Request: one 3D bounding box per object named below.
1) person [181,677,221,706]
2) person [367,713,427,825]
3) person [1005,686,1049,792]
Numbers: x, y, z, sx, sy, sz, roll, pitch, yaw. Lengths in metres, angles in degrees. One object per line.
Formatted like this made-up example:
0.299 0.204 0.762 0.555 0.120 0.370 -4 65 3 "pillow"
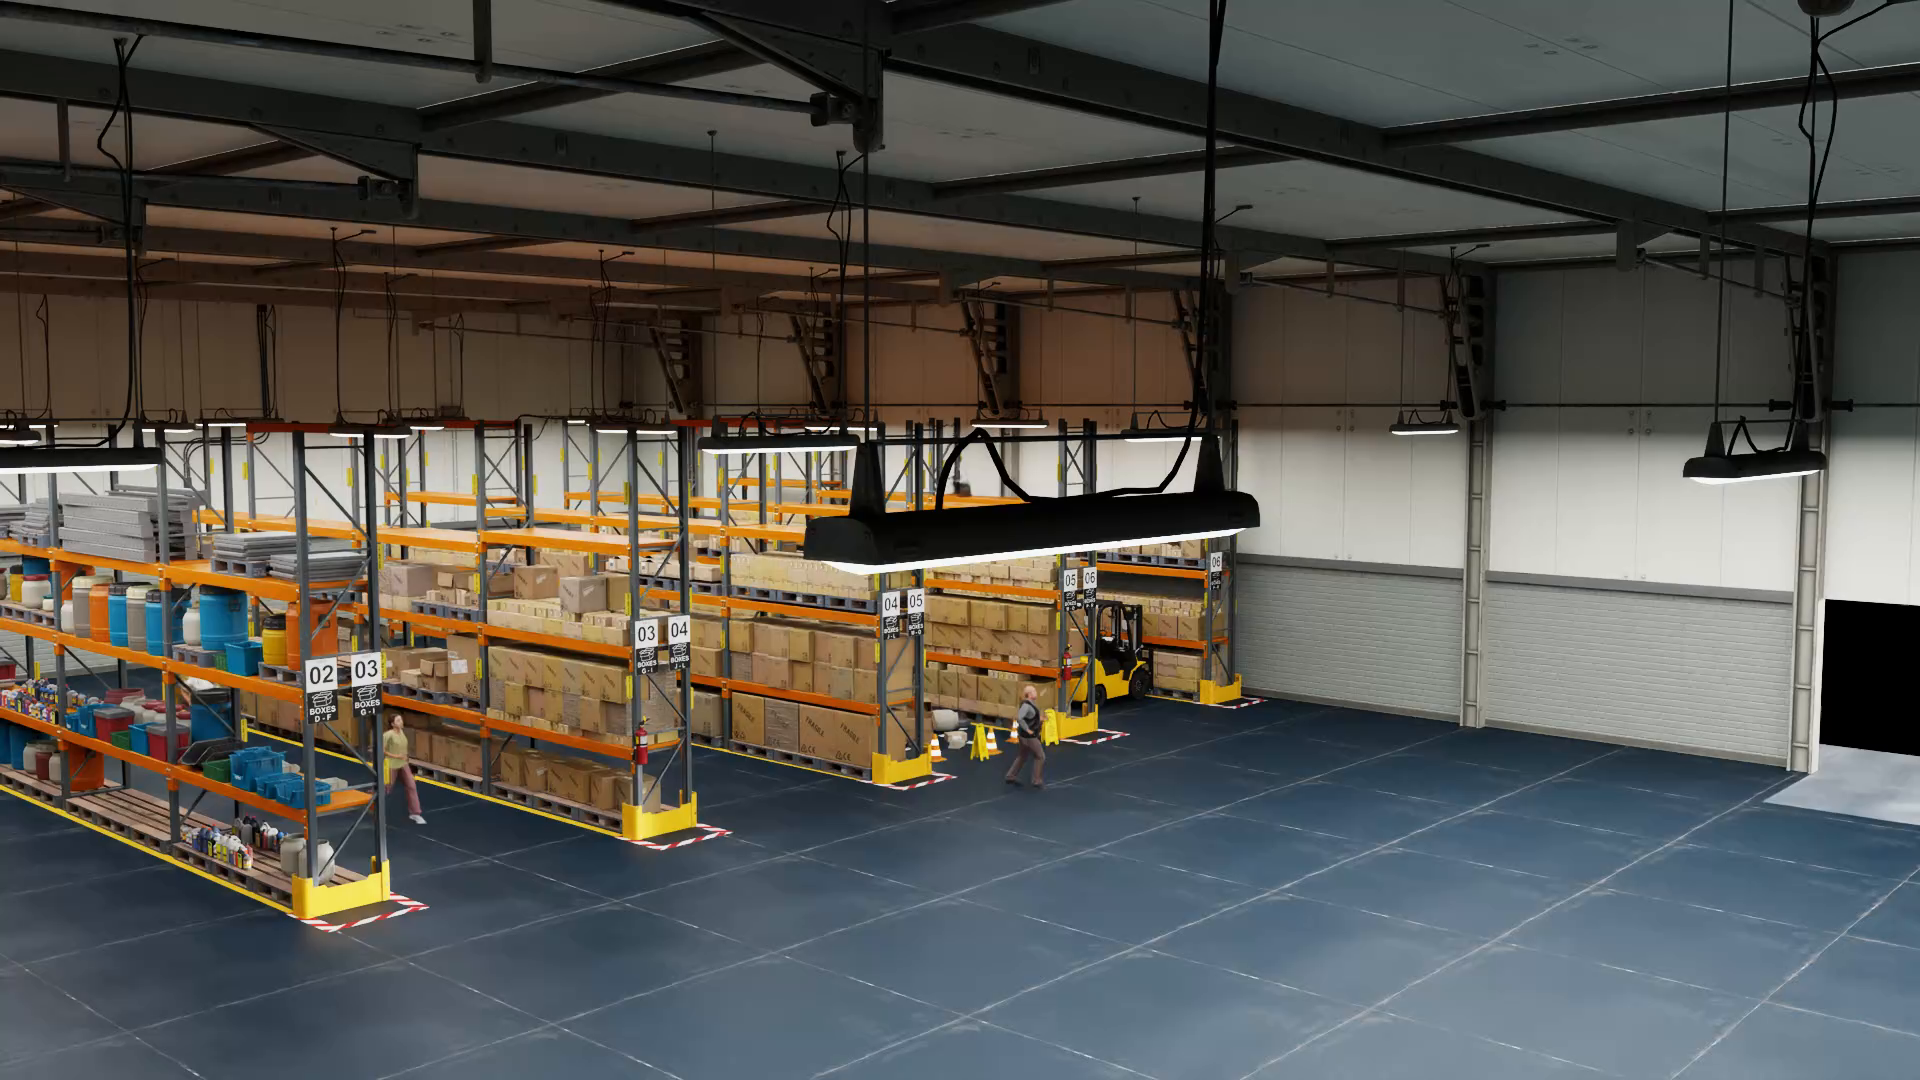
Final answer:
-13.519 3.023 29.720 0.825 1.790 0.666 4 6 41 "person"
-8.586 3.452 25.210 1.114 1.670 0.546 3 5 29 "person"
1.106 3.264 27.184 0.714 1.777 0.650 -1 5 -9 "person"
